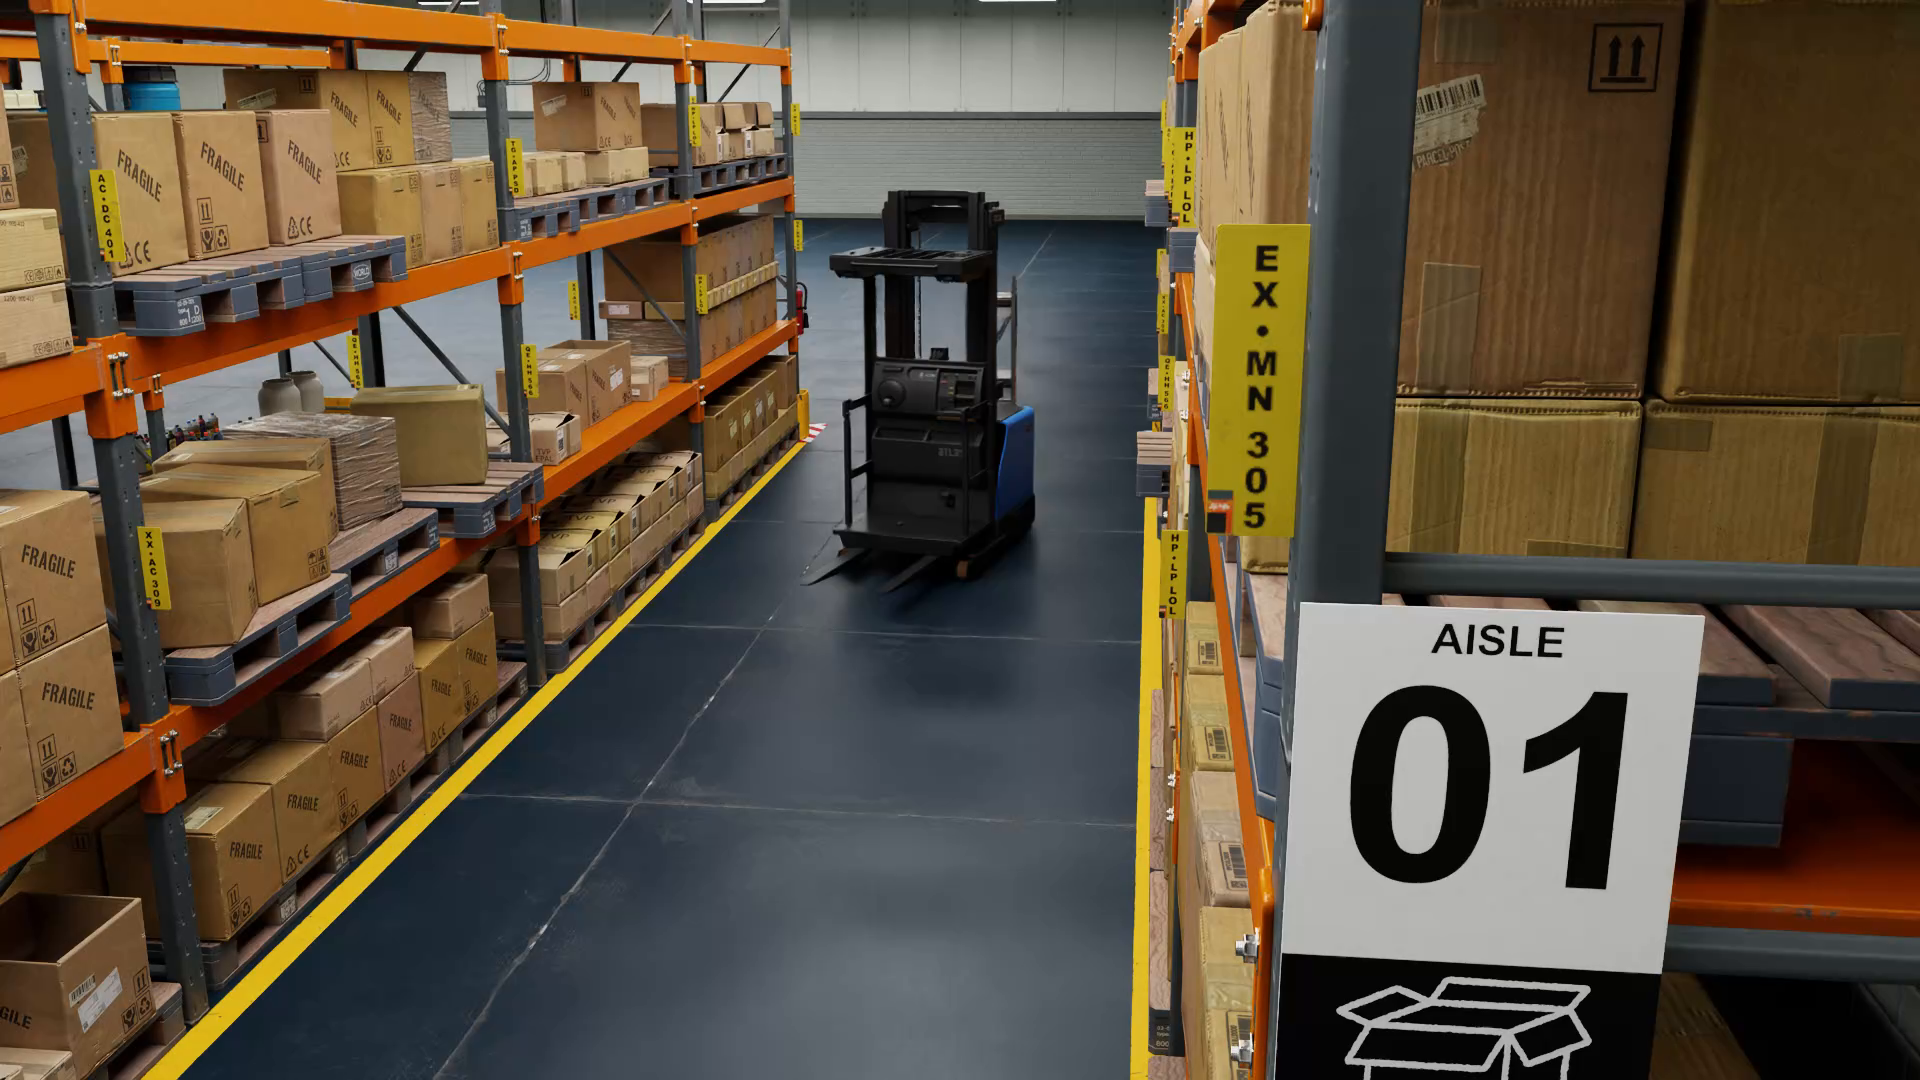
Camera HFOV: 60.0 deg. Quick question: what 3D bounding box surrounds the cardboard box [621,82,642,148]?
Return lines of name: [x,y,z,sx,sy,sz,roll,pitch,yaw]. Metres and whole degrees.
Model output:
cardboard box: [-2.829,-3.344,13.081,0.500,0.500,0.500,2,15,7]

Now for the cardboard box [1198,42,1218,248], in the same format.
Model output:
cardboard box: [0.889,-1.021,4.299,0.500,0.500,0.500,1,15,5]

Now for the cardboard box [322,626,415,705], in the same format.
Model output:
cardboard box: [-3.157,0.637,8.569,0.500,0.250,0.500,1,15,5]

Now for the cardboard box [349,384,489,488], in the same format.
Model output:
cardboard box: [-3.131,-0.609,9.672,0.700,0.500,0.500,-3,16,-13]

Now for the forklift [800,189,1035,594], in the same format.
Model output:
forklift: [-0.331,-1.217,13.046,1.130,2.935,3.031,5,16,19]

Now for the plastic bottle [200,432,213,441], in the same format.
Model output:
plastic bottle: [-7.138,-0.840,15.754,0.144,0.351,0.185,2,15,8]

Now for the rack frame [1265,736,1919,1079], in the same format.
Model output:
rack frame: [0.848,1.695,2.147,1.000,3.000,0.127,2,15,6]

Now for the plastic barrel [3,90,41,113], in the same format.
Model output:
plastic barrel: [-7.557,-3.091,13.141,0.600,0.901,0.600,0,15,0]

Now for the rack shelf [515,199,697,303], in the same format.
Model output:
rack shelf: [-2.946,-2.144,11.977,1.077,0.370,4.000,2,15,6]

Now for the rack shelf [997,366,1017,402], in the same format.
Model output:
rack shelf: [0.288,-1.258,14.837,0.431,0.518,0.480,1,15,2]

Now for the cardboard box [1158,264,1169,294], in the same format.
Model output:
cardboard box: [2.171,-2.377,16.020,0.500,0.500,0.500,1,15,4]

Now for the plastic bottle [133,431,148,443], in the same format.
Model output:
plastic bottle: [-7.833,-0.868,15.858,0.144,0.351,0.185,1,15,3]

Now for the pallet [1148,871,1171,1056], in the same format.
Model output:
pallet: [1.312,1.801,7.096,1.003,0.211,1.213,2,15,6]

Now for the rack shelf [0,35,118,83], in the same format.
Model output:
rack shelf: [-7.867,-3.546,12.181,1.077,0.370,4.000,2,15,6]

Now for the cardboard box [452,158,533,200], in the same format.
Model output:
cardboard box: [-3.135,-2.359,10.876,0.500,0.250,0.500,2,15,8]

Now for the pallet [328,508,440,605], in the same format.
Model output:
pallet: [-3.386,0.072,8.516,1.003,0.211,1.213,2,15,6]

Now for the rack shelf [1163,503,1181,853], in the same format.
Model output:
rack shelf: [1.525,0.486,7.996,1.077,0.370,4.000,2,15,6]

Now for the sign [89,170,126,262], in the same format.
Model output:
sign: [-3.083,-1.171,6.009,0.100,0.325,0.005,2,15,6]

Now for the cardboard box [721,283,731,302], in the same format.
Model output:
cardboard box: [-2.356,-2.322,15.569,0.380,0.149,0.250,1,15,5]

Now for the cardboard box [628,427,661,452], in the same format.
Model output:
cardboard box: [-2.817,-1.056,15.346,0.500,0.500,0.500,2,15,6]

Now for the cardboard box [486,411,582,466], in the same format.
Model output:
cardboard box: [-2.878,-0.708,11.205,0.500,0.311,0.500,2,15,6]

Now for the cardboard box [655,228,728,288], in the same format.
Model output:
cardboard box: [-2.563,-2.613,15.402,0.700,0.500,0.500,2,15,6]

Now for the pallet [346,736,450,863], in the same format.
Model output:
pallet: [-3.433,1.329,8.842,1.003,0.211,1.213,2,15,6]

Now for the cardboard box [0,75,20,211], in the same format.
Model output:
cardboard box: [-3.640,-1.339,5.514,0.700,0.500,0.500,2,15,6]

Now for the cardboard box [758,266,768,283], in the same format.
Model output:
cardboard box: [-2.179,-2.722,17.048,0.380,0.149,0.250,1,15,5]

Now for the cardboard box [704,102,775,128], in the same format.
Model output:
cardboard box: [-2.338,-4.219,17.001,0.797,0.503,0.637,3,15,10]

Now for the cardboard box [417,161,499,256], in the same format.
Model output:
cardboard box: [-3.187,-1.907,9.530,0.910,0.500,0.500,2,15,6]

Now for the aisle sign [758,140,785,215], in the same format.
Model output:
aisle sign: [-1.970,-3.863,17.721,0.394,0.787,0.004,2,15,6]

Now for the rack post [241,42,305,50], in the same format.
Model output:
rack post: [-7.402,-5.209,17.144,0.937,0.300,0.954,3,15,12]

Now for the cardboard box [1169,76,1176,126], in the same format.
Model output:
cardboard box: [1.989,-3.544,13.629,0.500,0.500,0.500,0,15,1]

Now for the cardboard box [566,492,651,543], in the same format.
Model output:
cardboard box: [-2.652,-0.200,12.545,0.500,0.311,0.500,2,15,6]

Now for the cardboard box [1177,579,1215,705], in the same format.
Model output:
cardboard box: [1.101,0.329,6.400,0.500,0.500,0.500,1,15,5]

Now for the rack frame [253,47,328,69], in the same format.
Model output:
rack frame: [-7.190,-5.643,17.790,1.000,3.000,0.127,2,15,6]

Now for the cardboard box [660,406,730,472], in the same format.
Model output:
cardboard box: [-2.357,-0.911,14.810,0.500,0.500,0.500,2,15,6]

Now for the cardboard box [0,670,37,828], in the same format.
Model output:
cardboard box: [-3.481,0.735,5.505,0.500,0.500,0.500,2,15,8]

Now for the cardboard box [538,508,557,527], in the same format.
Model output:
cardboard box: [-3.245,-0.080,12.100,0.500,0.311,0.500,2,15,6]

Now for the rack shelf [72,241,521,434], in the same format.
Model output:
rack shelf: [-3.397,-1.107,8.140,1.077,0.370,4.000,2,15,6]

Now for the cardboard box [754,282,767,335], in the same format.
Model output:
cardboard box: [-2.389,-2.391,17.066,0.700,0.500,0.500,2,15,8]

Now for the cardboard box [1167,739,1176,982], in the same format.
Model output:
cardboard box: [1.244,1.320,6.847,0.750,0.750,0.750,2,15,7]

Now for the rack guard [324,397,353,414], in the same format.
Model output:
rack guard: [-7.152,-1.519,18.821,1.175,0.500,0.348,2,15,6]

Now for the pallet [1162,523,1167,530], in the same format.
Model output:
pallet: [2.116,0.131,13.274,1.003,0.211,1.213,2,15,6]

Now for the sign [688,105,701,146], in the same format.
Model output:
sign: [-2.180,-3.398,13.643,0.100,0.325,0.005,2,15,6]

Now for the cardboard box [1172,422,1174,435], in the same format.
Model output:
cardboard box: [1.442,-0.463,9.328,0.500,0.500,0.500,2,15,8]

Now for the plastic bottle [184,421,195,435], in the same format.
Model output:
plastic bottle: [-7.754,-1.066,16.742,0.097,0.271,0.097,0,15,0]

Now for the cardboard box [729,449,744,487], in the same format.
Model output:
cardboard box: [-2.305,-0.679,15.388,0.500,0.250,0.500,2,15,6]

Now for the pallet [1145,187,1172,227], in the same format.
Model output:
pallet: [1.913,-2.349,11.714,1.213,0.211,1.003,2,15,6]

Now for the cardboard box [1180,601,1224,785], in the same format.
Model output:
cardboard box: [1.222,0.653,5.426,0.980,0.700,0.700,2,15,7]

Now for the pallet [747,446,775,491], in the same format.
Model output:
pallet: [-2.454,-0.739,16.489,1.003,0.211,1.213,2,15,6]

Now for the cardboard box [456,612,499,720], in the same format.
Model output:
cardboard box: [-3.044,0.719,9.703,0.500,0.500,0.500,2,15,8]

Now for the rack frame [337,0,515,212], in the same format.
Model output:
rack frame: [-3.171,-3.421,9.573,1.000,3.000,0.127,2,15,6]

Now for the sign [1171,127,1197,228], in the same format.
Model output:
sign: [0.759,-1.205,5.533,0.100,0.325,0.005,2,15,6]

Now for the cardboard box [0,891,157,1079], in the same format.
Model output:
cardboard box: [-3.405,1.663,6.211,0.500,0.500,0.500,2,15,6]

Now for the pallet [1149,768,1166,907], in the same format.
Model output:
pallet: [1.447,1.484,8.270,1.003,0.211,1.213,2,15,6]

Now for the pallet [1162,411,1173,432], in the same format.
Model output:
pallet: [1.934,-0.802,11.749,1.003,0.211,1.213,2,15,6]

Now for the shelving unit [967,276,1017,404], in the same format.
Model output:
shelving unit: [0.288,-1.271,14.834,0.431,2.100,0.503,1,15,2]

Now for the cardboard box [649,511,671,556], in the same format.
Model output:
cardboard box: [-2.595,-0.058,13.092,0.500,0.250,0.500,2,15,8]
